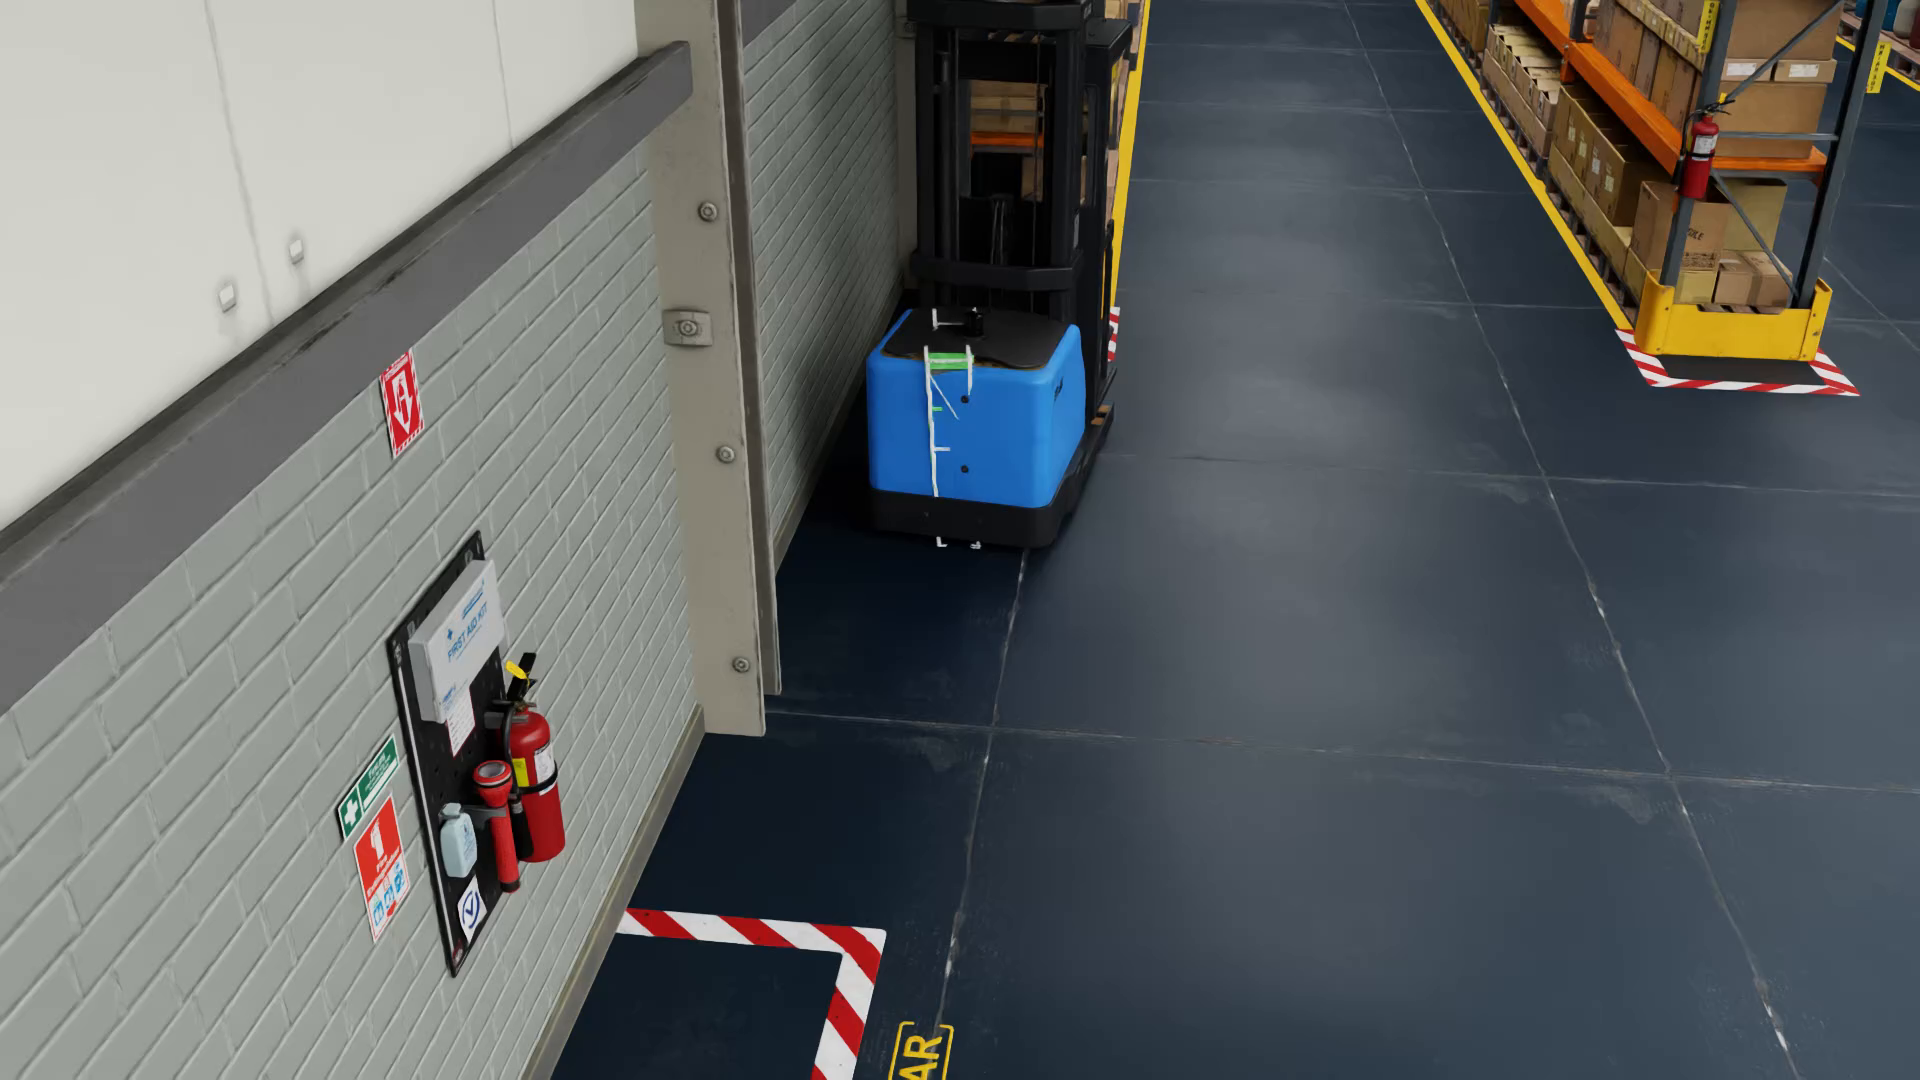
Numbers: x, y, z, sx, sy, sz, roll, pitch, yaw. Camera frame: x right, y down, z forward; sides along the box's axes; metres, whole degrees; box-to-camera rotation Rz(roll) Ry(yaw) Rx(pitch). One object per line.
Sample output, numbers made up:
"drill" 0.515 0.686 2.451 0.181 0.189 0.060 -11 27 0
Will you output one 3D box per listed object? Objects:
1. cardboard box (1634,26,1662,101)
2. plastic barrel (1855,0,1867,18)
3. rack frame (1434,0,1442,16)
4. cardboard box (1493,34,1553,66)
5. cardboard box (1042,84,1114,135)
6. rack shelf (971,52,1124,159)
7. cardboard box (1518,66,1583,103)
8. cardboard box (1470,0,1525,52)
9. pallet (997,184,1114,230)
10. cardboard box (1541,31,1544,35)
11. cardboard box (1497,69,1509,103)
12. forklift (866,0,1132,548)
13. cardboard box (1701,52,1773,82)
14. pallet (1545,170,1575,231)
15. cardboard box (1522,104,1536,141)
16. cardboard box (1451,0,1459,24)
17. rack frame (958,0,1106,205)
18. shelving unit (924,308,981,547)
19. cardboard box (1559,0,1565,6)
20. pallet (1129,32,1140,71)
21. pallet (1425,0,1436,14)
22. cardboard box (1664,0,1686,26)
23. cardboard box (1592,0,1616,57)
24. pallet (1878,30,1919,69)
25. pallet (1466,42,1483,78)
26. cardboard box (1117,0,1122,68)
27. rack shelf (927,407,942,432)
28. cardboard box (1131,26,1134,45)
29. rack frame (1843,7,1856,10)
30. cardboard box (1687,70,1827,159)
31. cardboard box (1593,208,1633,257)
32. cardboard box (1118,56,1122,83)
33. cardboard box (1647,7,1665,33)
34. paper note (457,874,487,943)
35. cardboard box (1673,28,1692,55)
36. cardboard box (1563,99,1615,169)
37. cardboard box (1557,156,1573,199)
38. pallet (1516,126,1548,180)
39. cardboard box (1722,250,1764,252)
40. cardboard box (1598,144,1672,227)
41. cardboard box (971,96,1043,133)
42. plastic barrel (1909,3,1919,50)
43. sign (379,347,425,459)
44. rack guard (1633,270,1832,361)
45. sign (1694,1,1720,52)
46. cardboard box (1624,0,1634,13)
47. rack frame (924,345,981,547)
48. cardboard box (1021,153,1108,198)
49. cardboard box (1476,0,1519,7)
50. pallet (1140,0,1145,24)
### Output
"cardboard box" 5.655 -3.677 12.807 0.700 0.500 0.500 4 29 8
"plastic barrel" 11.701 -7.050 20.944 0.600 0.901 0.708 3 28 6
"rack frame" 6.869 -8.334 21.557 1.000 3.000 0.127 3 28 6
"cardboard box" 5.967 -5.195 17.595 0.500 0.311 0.500 3 28 5
"cardboard box" 0.856 -3.125 12.026 0.500 0.250 0.500 3 28 5
"rack shelf" 0.727 -3.596 13.521 1.077 0.370 4.000 3 28 6
"cardboard box" 5.775 -4.477 16.262 0.500 0.311 0.500 3 28 6
"cardboard box" 6.260 -5.998 19.393 0.500 0.500 0.500 4 29 8
"pallet" 0.777 -2.733 14.100 1.003 0.211 1.213 3 28 6
"cardboard box" 6.559 -5.411 17.997 0.500 0.311 0.500 4 29 8
"cardboard box" 5.904 -4.714 17.294 0.500 0.250 0.500 3 28 5
"forklift" 0.353 -1.928 9.738 1.130 2.935 3.031 7 29 13
"cardboard box" 5.256 -3.206 11.249 0.380 0.149 0.250 3 28 5
"pallet" 5.749 -2.969 14.538 1.003 0.211 1.213 3 28 6
"cardboard box" 5.715 -3.993 15.955 0.500 0.250 0.500 3 28 5
"cardboard box" 6.445 -6.727 20.746 0.500 0.500 0.500 4 29 7
"rack frame" 0.481 -2.971 11.603 1.000 3.000 0.127 3 28 6
"shelving unit" -0.017 -0.608 9.082 0.258 1.200 0.503 0 31 5
"cardboard box" 6.125 -5.456 16.110 0.500 0.500 0.500 3 28 6
"pallet" 1.633 -5.876 19.935 1.003 0.211 1.213 3 28 6
"pallet" 6.954 -7.429 22.818 1.003 0.211 1.213 3 28 6
"cardboard box" 5.595 -4.030 12.094 0.700 0.500 0.500 3 29 6
"cardboard box" 5.840 -4.403 14.155 0.700 0.500 0.500 3 28 5
"pallet" 11.501 -5.880 19.942 1.003 0.211 1.213 3 28 6
"pallet" 6.508 -5.573 19.371 1.003 0.211 1.213 3 28 6
"cardboard box" 0.978 -3.926 12.722 0.500 0.500 0.500 2 28 5
"rack shelf" -0.026 -0.759 8.992 0.258 0.148 0.480 0 31 5
"cardboard box" 1.682 -6.314 19.631 0.750 0.750 0.750 3 28 6
"rack frame" 11.784 -8.044 21.019 1.000 3.000 0.127 3 28 6
"cardboard box" 5.468 -2.948 11.455 0.700 0.500 0.500 3 28 6
"cardboard box" 5.280 -2.401 13.000 0.500 0.250 0.500 3 28 6
"cardboard box" 1.038 -3.848 13.367 0.500 0.250 0.500 4 29 7
"cardboard box" 5.444 -3.936 12.604 0.380 0.149 0.250 3 28 5
"paper note" -1.457 1.101 4.972 0.016 0.148 0.142 3 28 6
"cardboard box" 5.351 -3.568 11.920 0.380 0.149 0.250 4 29 7
"cardboard box" 5.467 -3.437 14.132 0.500 0.500 0.500 3 28 6
"cardboard box" 5.464 -3.107 14.310 0.500 0.250 0.500 3 28 6
"pallet" 5.940 -3.690 15.876 1.003 0.211 1.213 3 28 6
"cardboard box" 5.742 -2.135 12.506 0.500 0.250 0.500 3 28 6
"cardboard box" 5.277 -2.731 12.822 0.500 0.500 0.500 3 28 6
"cardboard box" 0.346 -3.145 12.063 0.500 0.250 0.500 4 29 7
"plastic barrel" 11.475 -6.048 19.412 0.600 0.588 0.708 3 28 6
"sign" -1.467 -0.388 4.364 0.001 0.298 0.199 3 28 6
"rack guard" 5.395 -1.574 11.644 1.175 0.500 0.348 3 28 6
"sign" 4.861 -3.337 10.812 0.100 0.325 0.005 3 28 6
"cardboard box" 5.539 -4.302 13.283 0.380 0.149 0.250 2 28 5
"rack frame" -0.036 -0.484 8.873 0.240 1.200 0.015 0 31 5
"cardboard box" 0.865 -2.996 13.820 0.700 0.500 0.500 2 28 3
"cardboard box" 6.263 -6.355 19.264 0.500 0.250 0.500 4 29 8
"pallet" 1.932 -7.025 22.067 1.003 0.211 1.213 3 28 6
